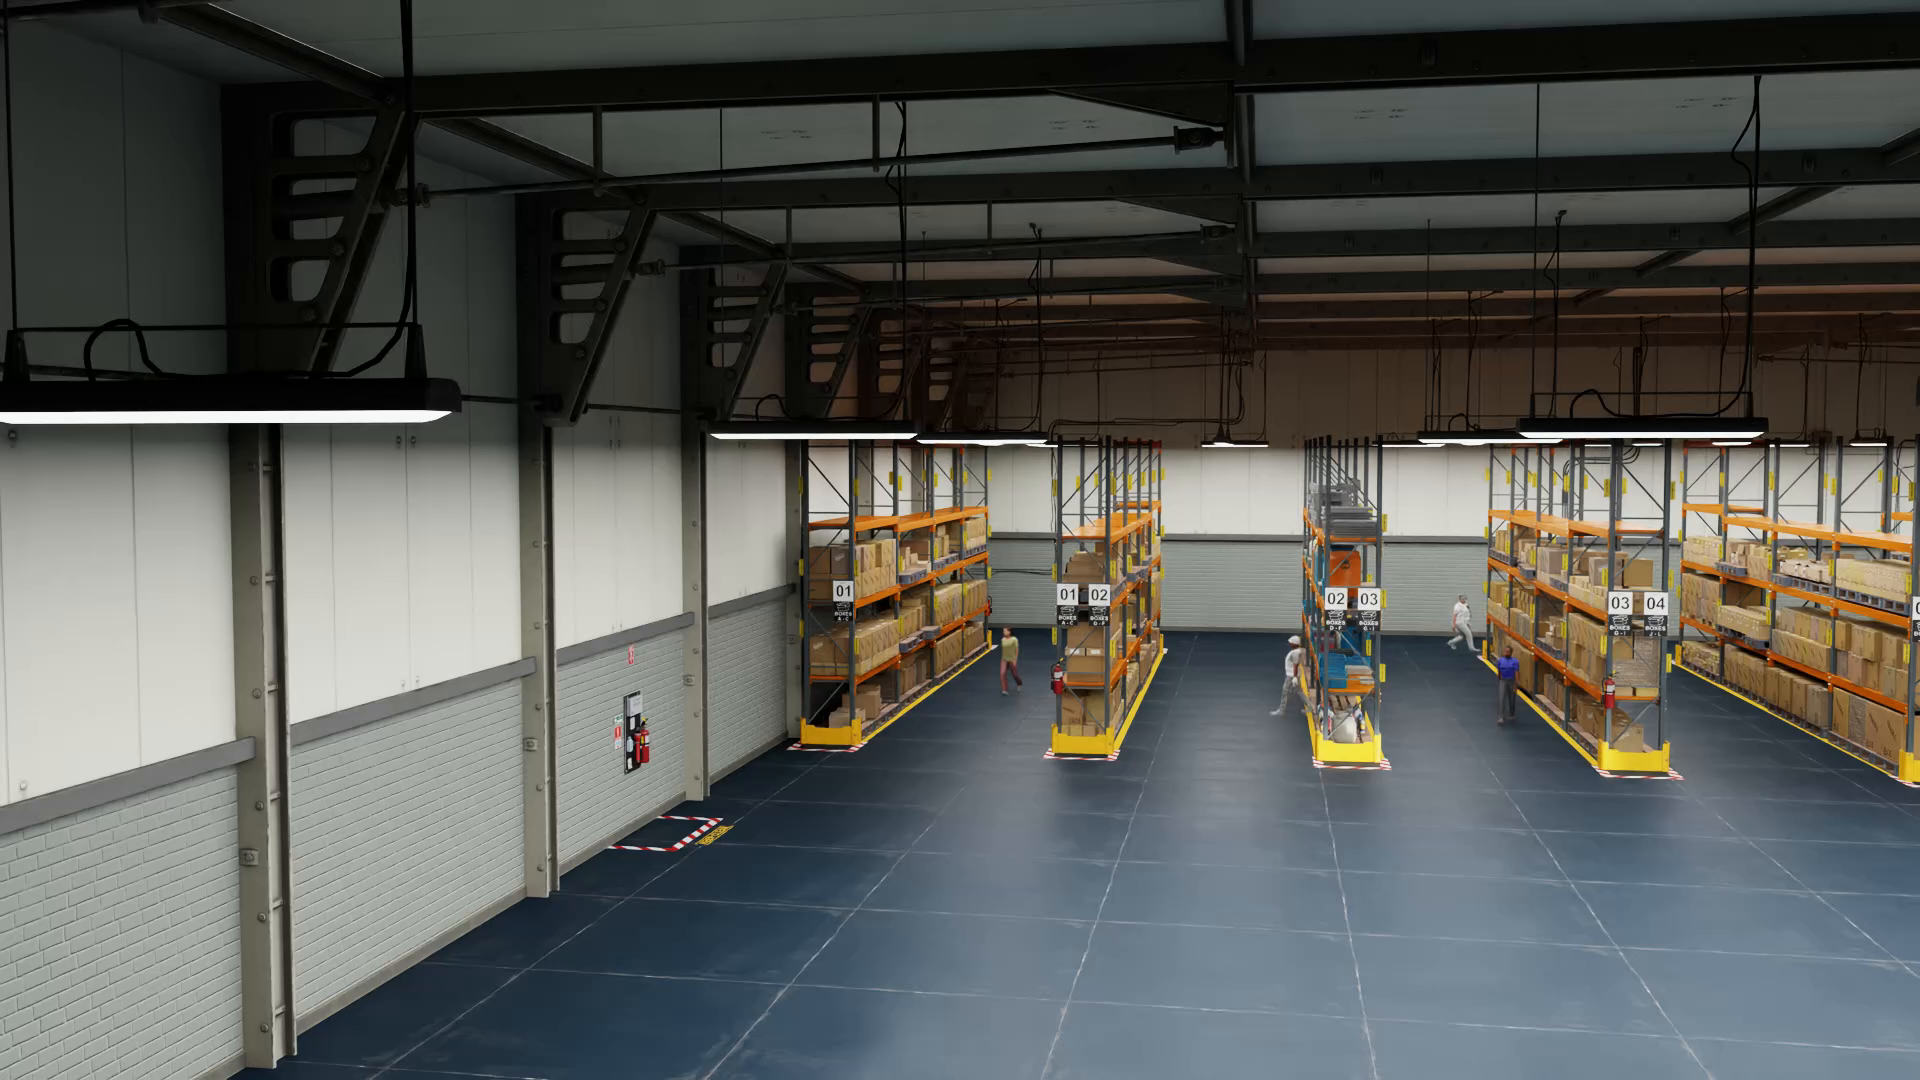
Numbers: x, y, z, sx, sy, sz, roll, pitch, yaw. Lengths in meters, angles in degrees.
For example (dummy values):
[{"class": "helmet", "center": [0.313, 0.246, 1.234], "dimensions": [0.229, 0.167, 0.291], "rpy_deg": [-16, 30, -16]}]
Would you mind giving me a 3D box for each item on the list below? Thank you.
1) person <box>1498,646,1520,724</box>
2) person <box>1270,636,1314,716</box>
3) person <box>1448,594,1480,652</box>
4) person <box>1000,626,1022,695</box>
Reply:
[{"class": "person", "center": [11.462, 3.015, 34.777], "dimensions": [0.462, 1.606, 0.956], "rpy_deg": [1, 3, 25]}, {"class": "person", "center": [7.130, 2.911, 35.627], "dimensions": [0.949, 1.744, 0.616], "rpy_deg": [1, 3, 11]}, {"class": "person", "center": [14.323, 2.352, 47.303], "dimensions": [1.087, 1.644, 0.524], "rpy_deg": [3, 4, 45]}, {"class": "person", "center": [1.161, 2.809, 38.944], "dimensions": [0.447, 1.606, 0.949], "rpy_deg": [1, 3, 20]}]
